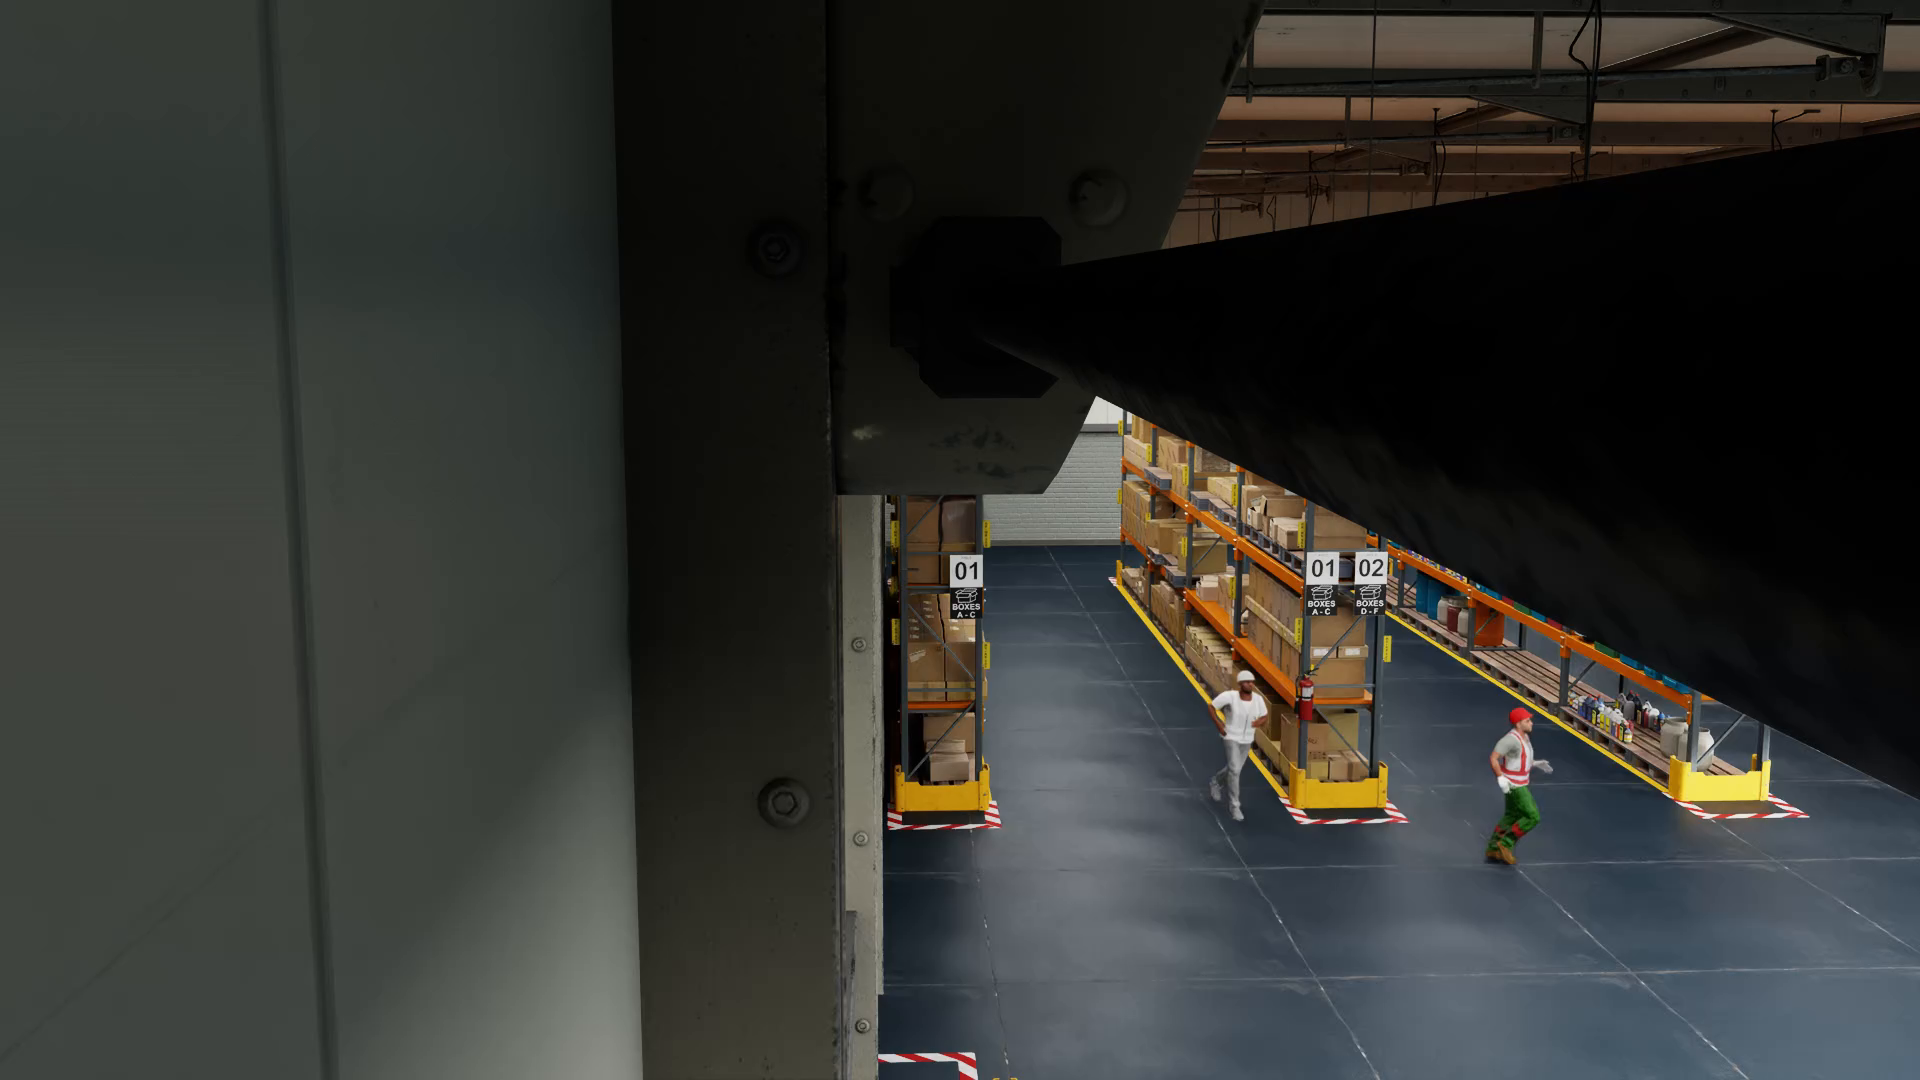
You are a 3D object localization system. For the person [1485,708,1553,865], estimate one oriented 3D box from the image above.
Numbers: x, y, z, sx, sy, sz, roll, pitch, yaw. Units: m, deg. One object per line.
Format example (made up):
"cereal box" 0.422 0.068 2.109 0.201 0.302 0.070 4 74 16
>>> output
"person" 6.240 2.732 18.539 0.659 1.760 0.655 4 9 26

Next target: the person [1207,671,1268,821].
"person" 3.454 2.468 20.506 0.727 1.769 0.919 -3 9 -20
